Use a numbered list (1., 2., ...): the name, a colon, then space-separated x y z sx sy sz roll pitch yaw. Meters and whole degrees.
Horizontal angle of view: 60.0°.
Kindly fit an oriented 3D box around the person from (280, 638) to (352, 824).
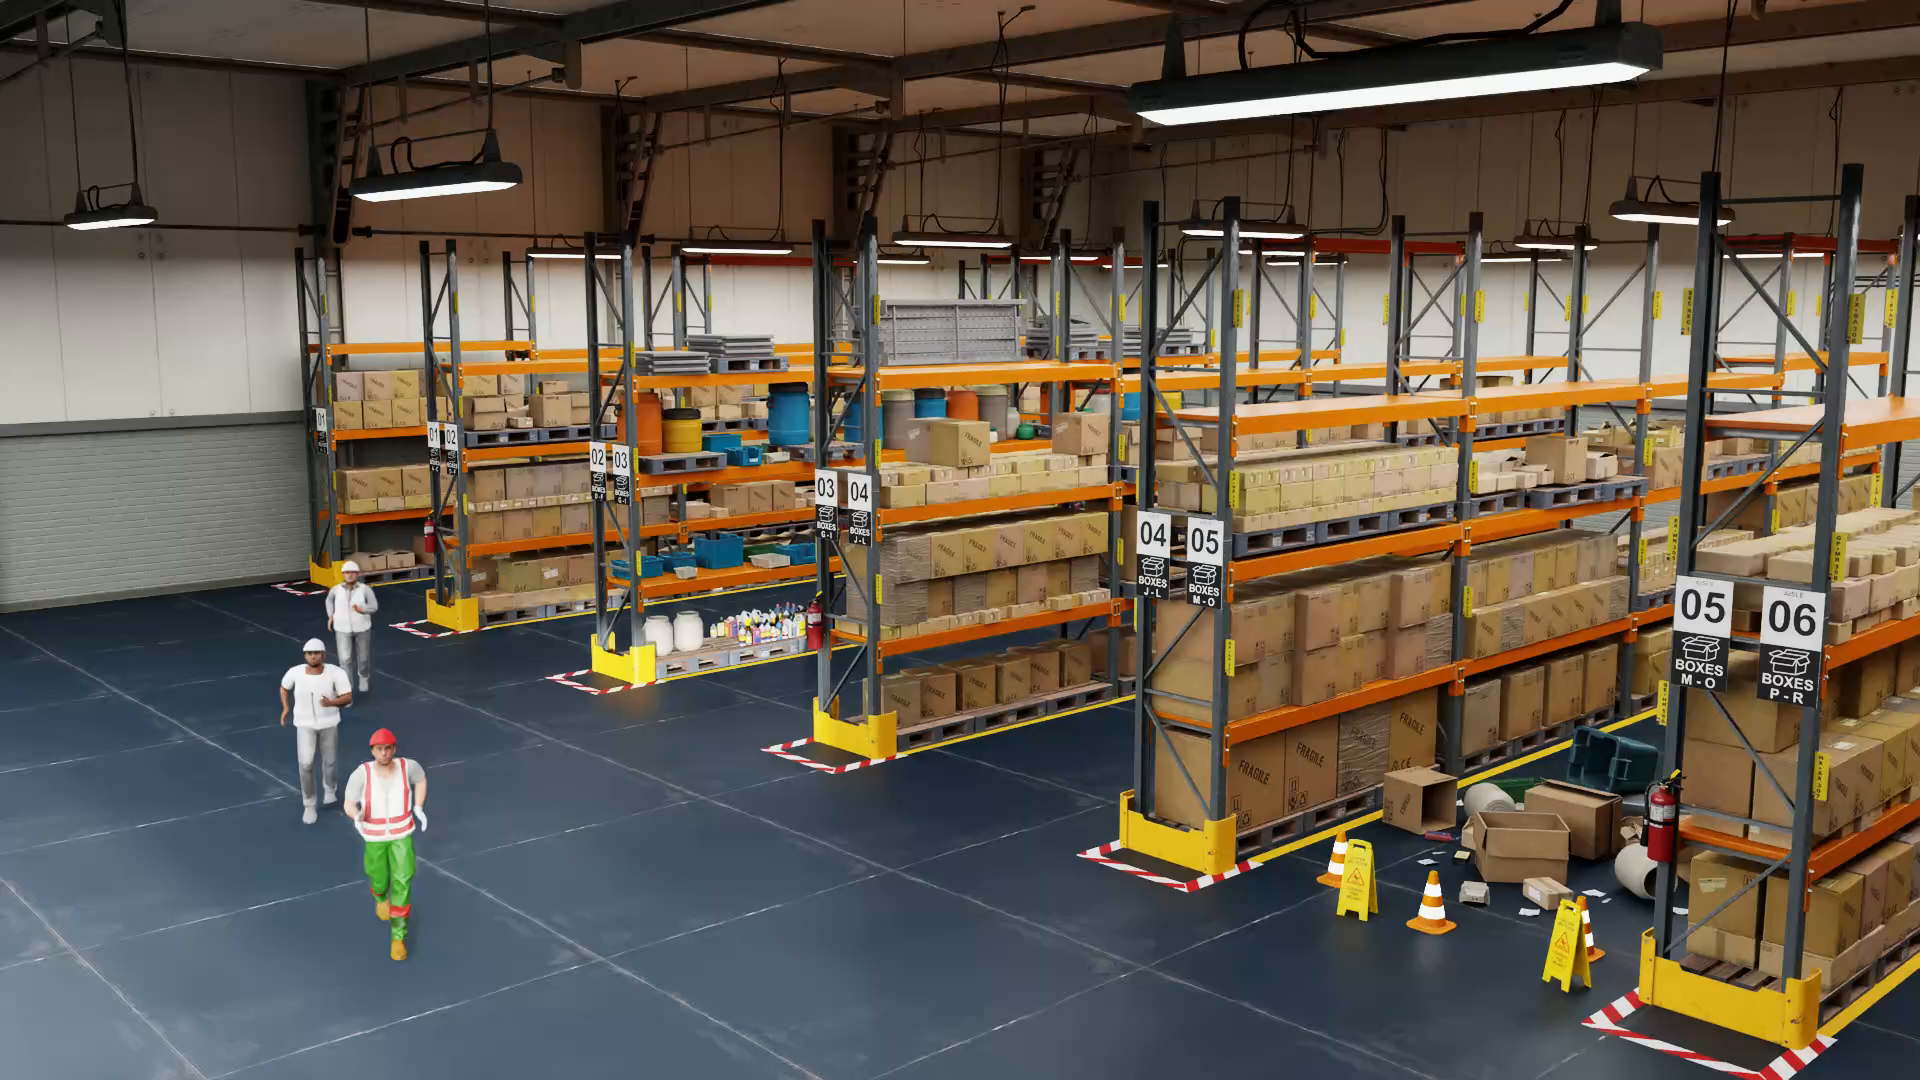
1. person: -6.406 1.875 16.577 0.676 1.820 0.765 -3 9 -19

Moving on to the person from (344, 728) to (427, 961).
1. person: -4.569 2.352 13.285 0.636 1.787 0.953 -3 9 -20

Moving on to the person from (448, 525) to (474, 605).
1. person: -8.328 0.169 28.098 0.698 1.794 0.863 8 11 43

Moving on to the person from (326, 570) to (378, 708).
1. person: -7.798 1.186 21.272 0.536 1.740 0.915 -3 9 -17
